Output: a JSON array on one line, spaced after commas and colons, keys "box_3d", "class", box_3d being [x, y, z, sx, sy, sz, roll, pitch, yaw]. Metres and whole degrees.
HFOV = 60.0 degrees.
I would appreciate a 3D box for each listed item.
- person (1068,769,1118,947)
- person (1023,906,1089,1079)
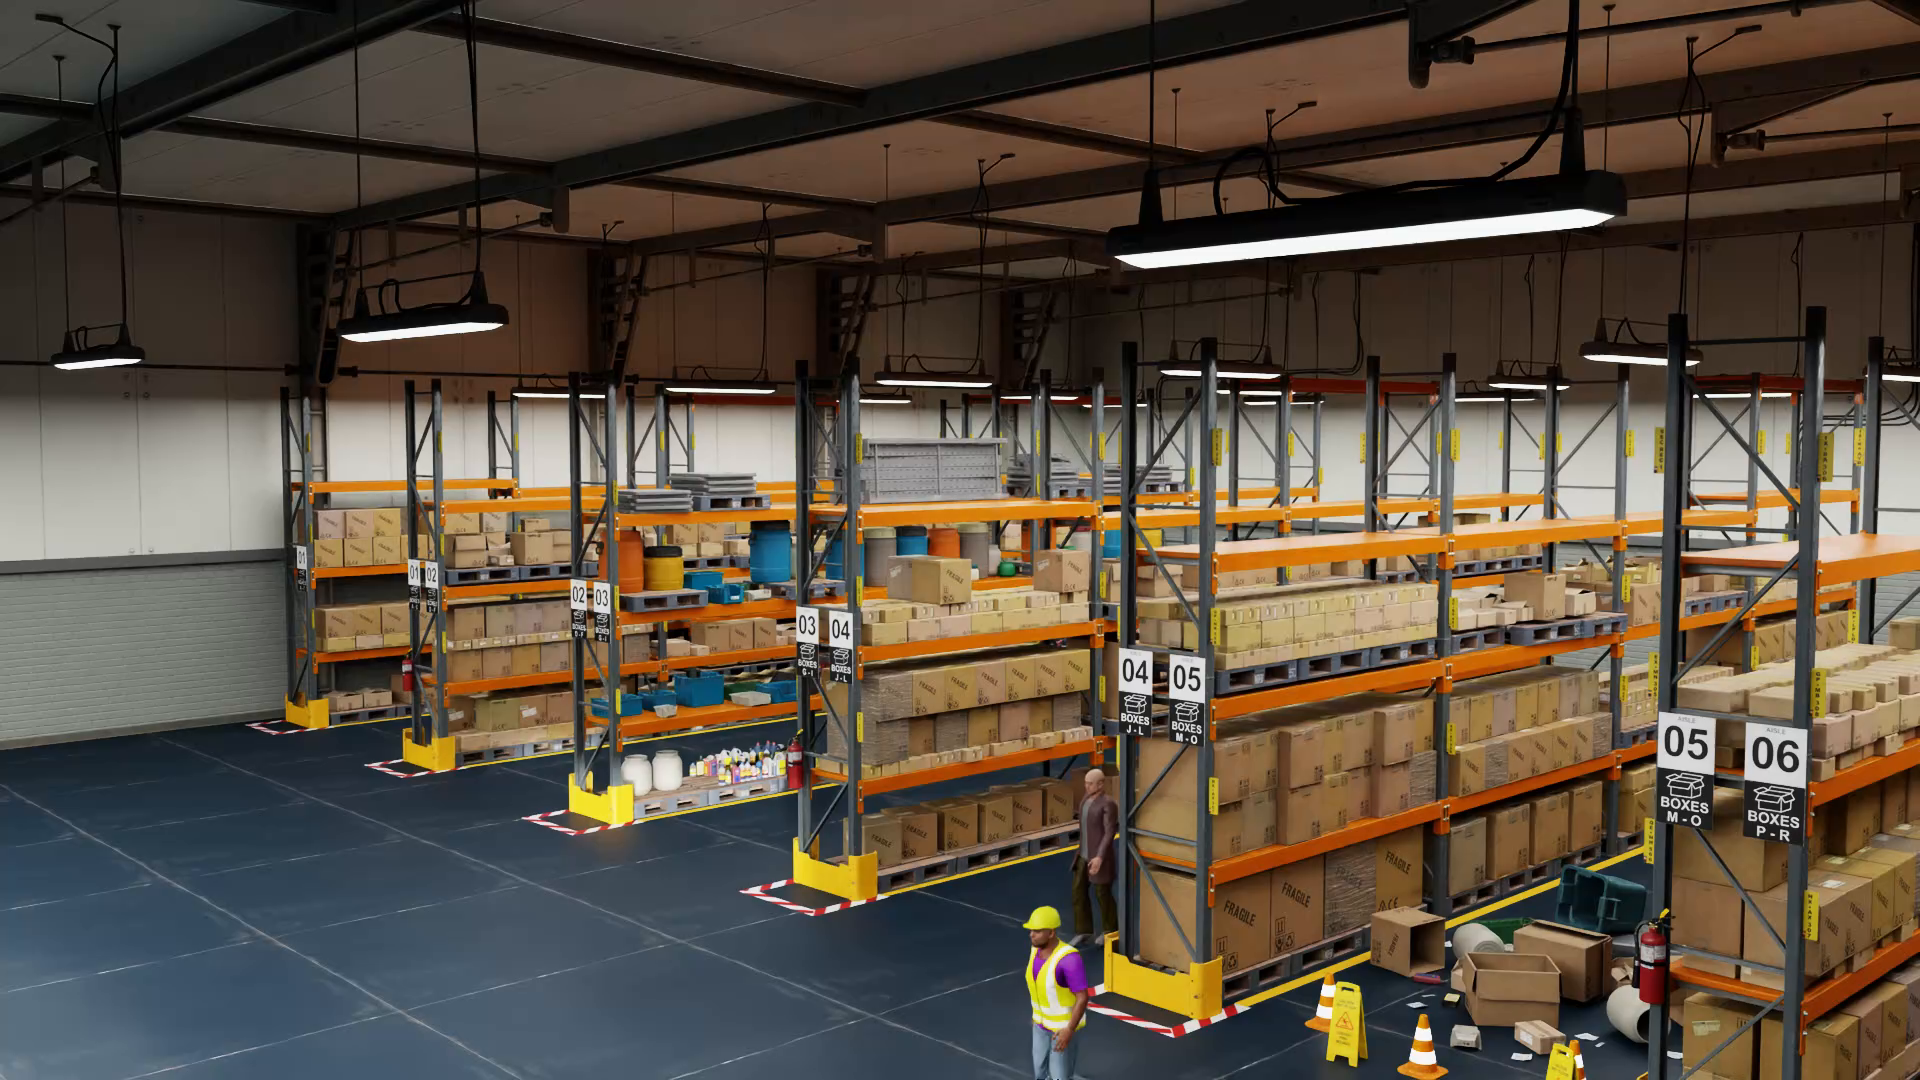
[{"box_3d": [1.363, 3.228, 16.781, 0.595, 1.845, 0.631, -2, 4, -30], "class": "person"}, {"box_3d": [0.772, 3.521, 12.155, 0.678, 1.739, 0.636, -2, 4, -34], "class": "person"}]
